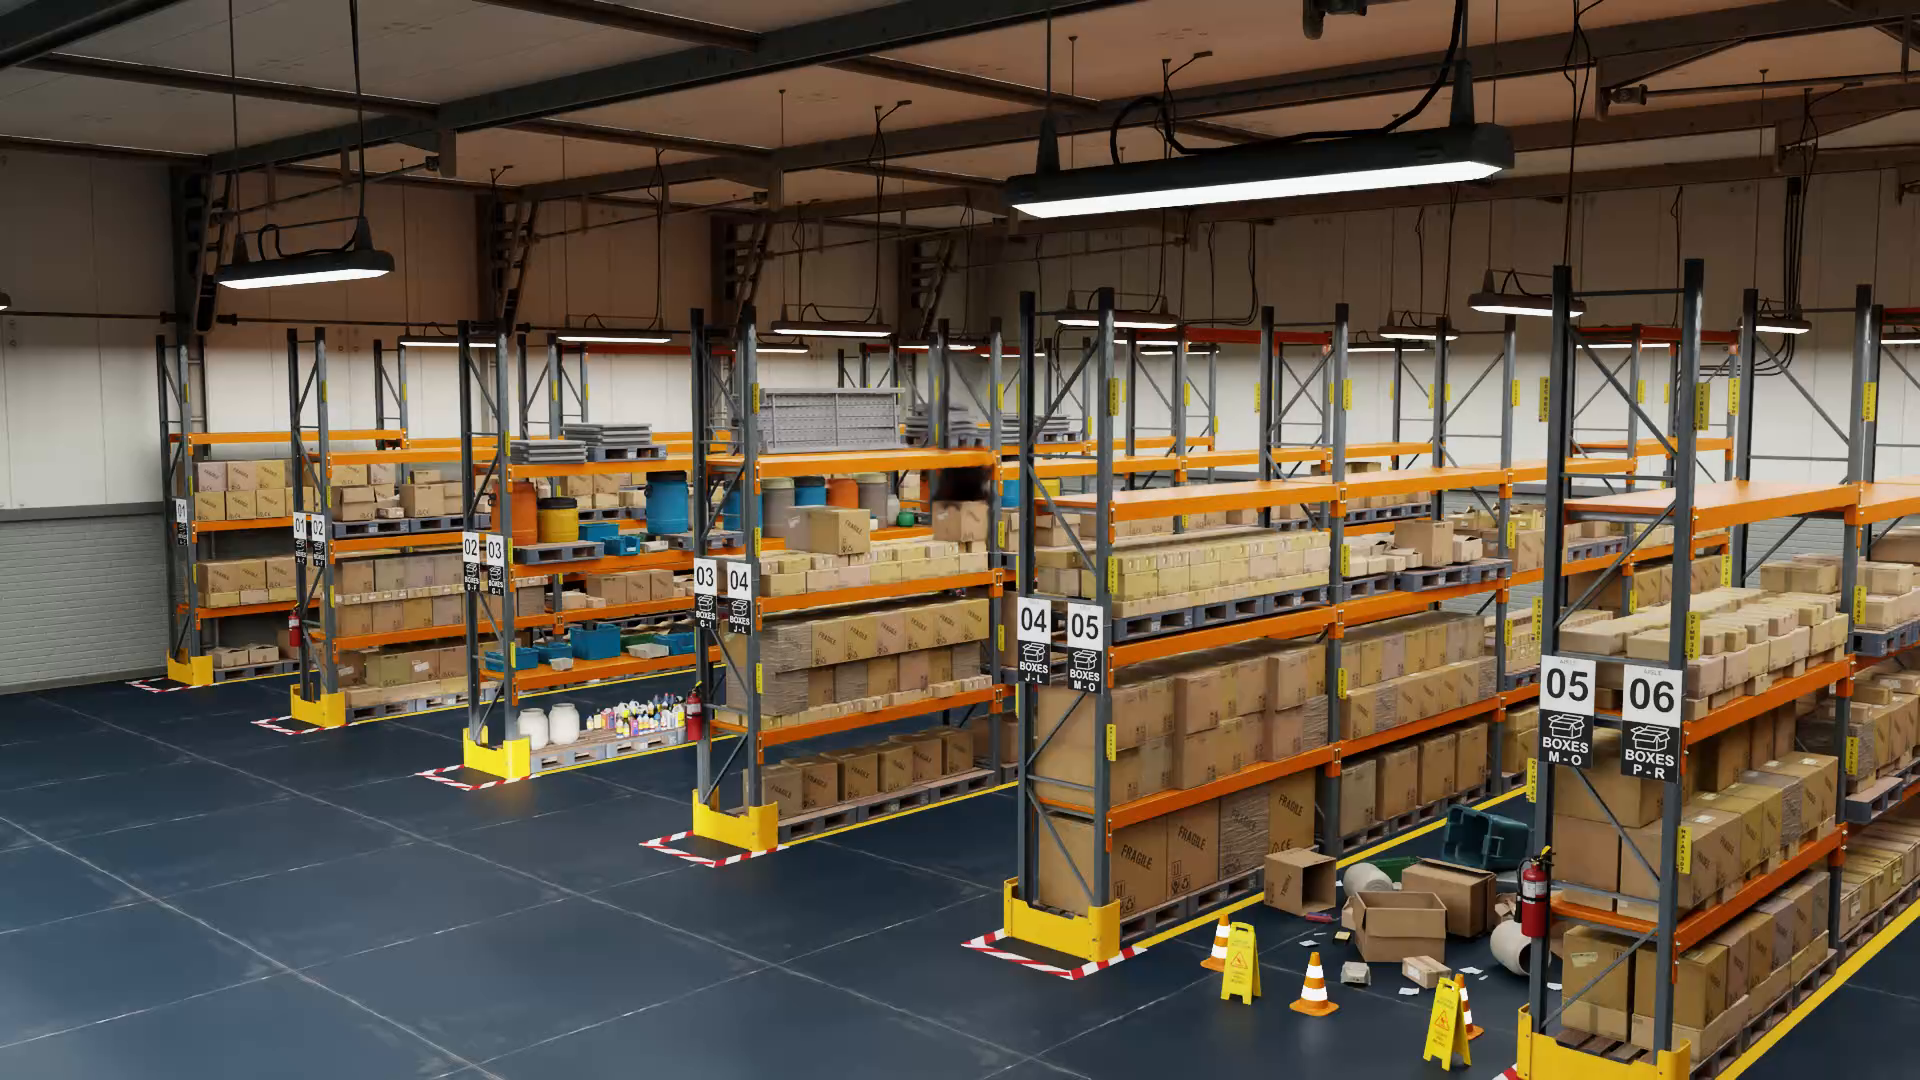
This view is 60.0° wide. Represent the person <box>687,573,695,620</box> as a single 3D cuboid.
[{"bbox_3d":[-5.339,1.176,34.041,0.506,1.578,0.662,3,6,29],"label":"person"}]
